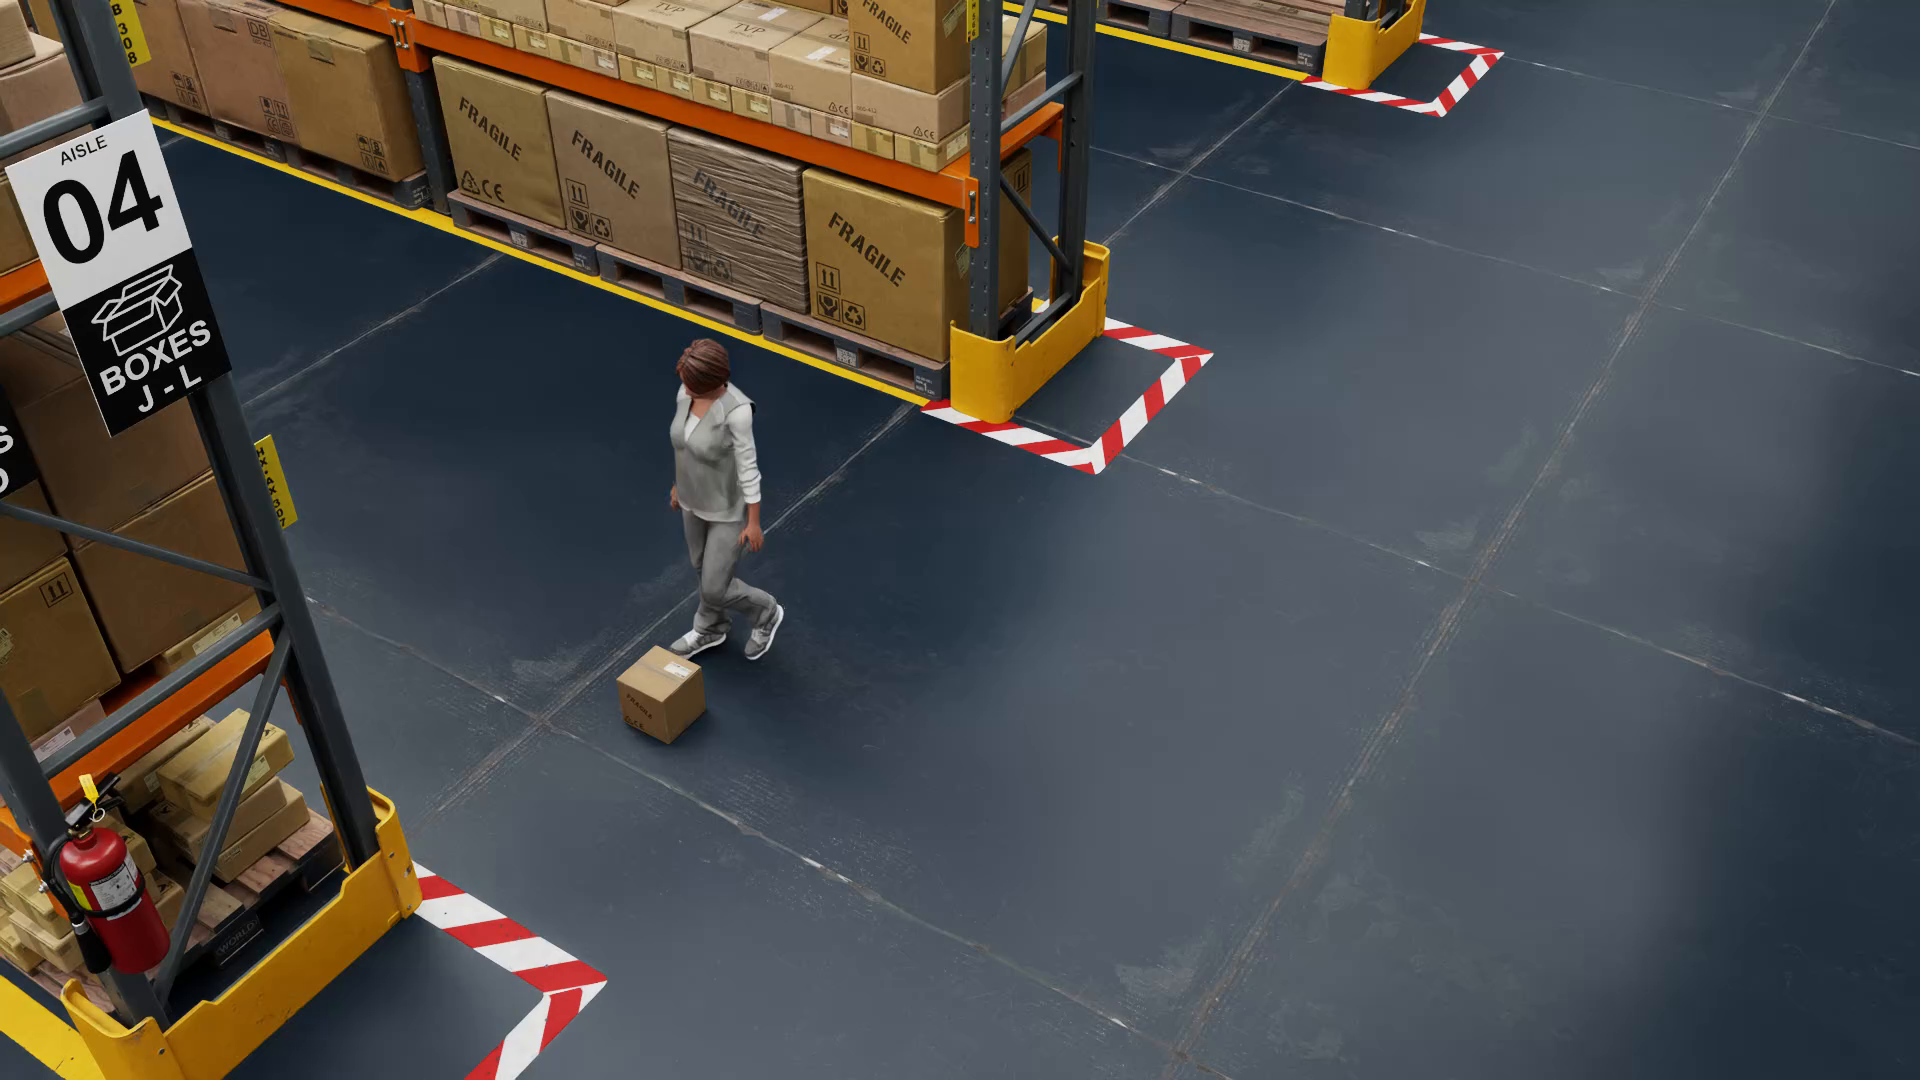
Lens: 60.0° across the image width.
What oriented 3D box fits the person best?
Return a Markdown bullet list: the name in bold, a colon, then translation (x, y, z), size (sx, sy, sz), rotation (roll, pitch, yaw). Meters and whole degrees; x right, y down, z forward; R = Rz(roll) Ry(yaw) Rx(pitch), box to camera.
- **person**: translation (-1.019, -0.131, 6.833), size (0.434, 1.599, 0.507), rotation (-32, 49, -33)
